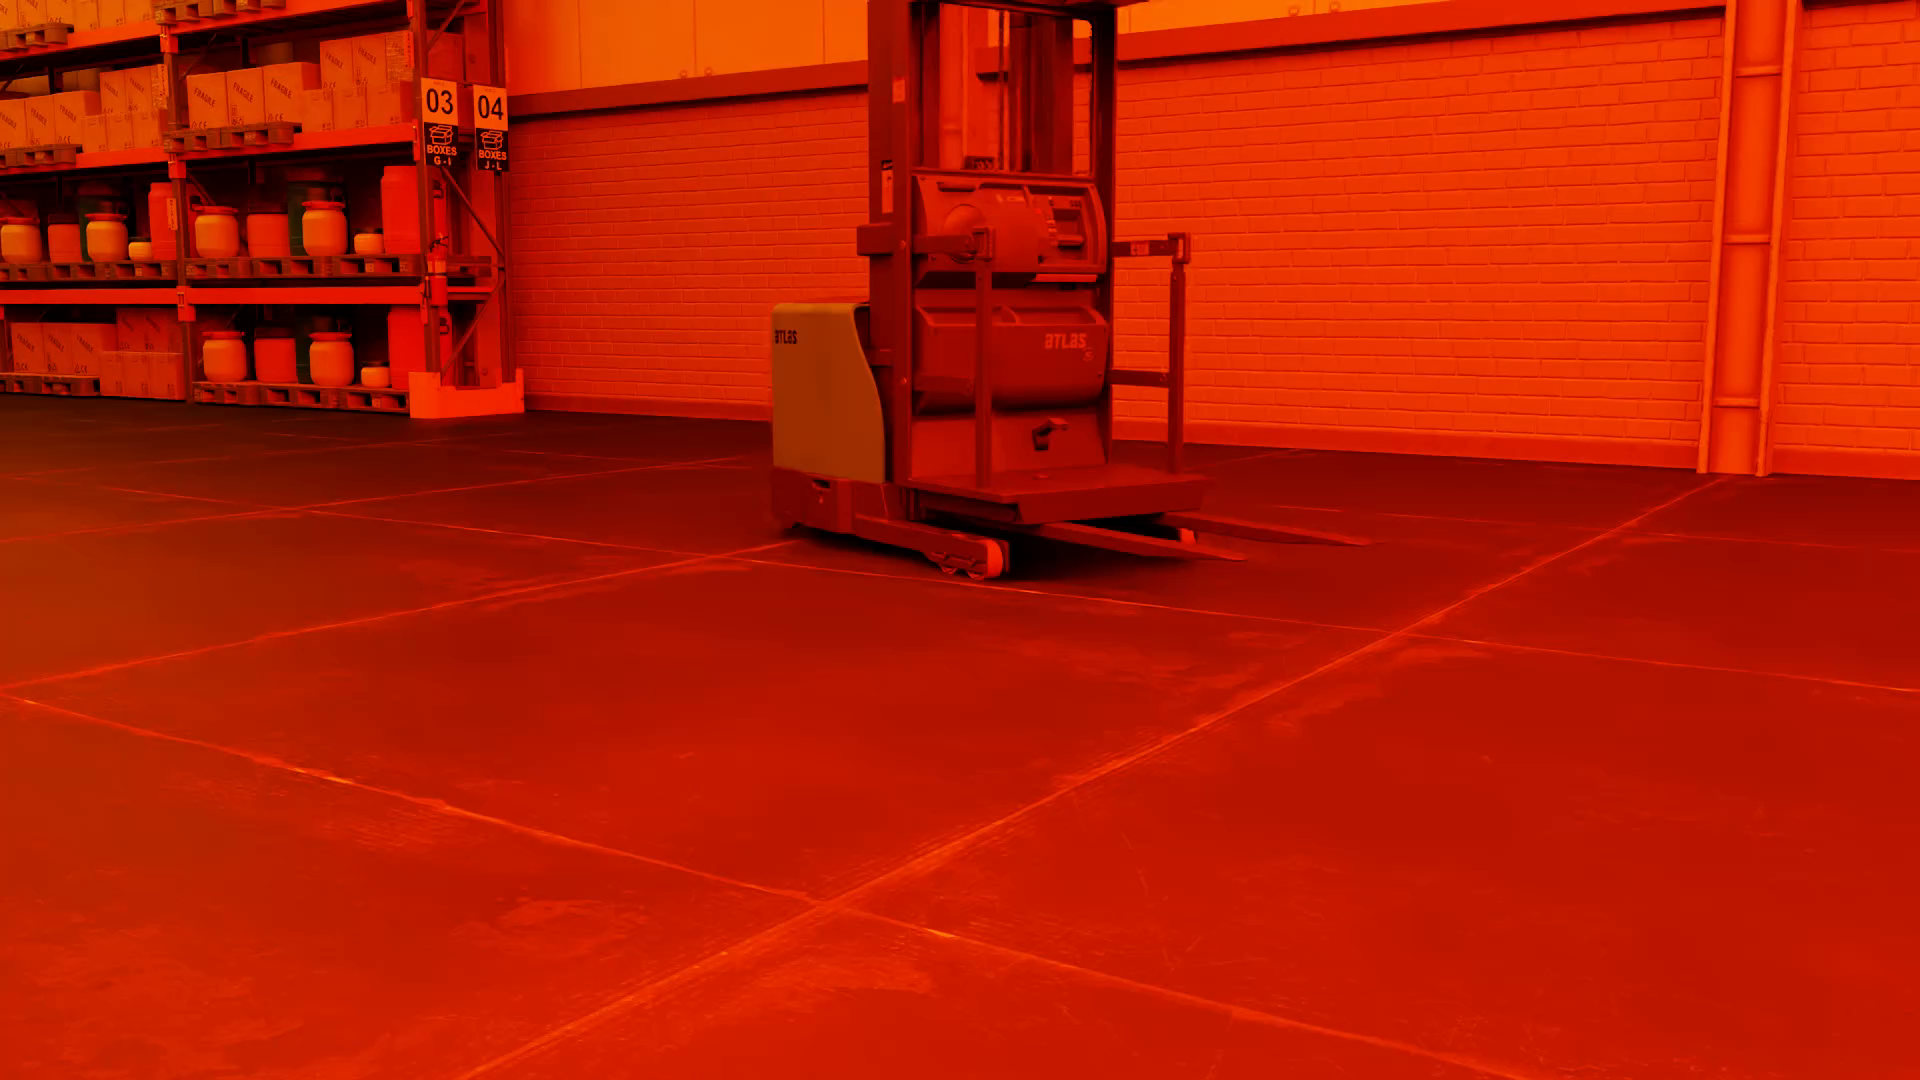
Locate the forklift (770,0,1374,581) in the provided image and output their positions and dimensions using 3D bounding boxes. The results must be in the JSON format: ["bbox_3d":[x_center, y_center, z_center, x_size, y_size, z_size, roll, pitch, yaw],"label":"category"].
[{"bbox_3d":[0.348,-1.367,6.803,1.130,2.935,3.031,-6,10,-34],"label":"forklift"}]
